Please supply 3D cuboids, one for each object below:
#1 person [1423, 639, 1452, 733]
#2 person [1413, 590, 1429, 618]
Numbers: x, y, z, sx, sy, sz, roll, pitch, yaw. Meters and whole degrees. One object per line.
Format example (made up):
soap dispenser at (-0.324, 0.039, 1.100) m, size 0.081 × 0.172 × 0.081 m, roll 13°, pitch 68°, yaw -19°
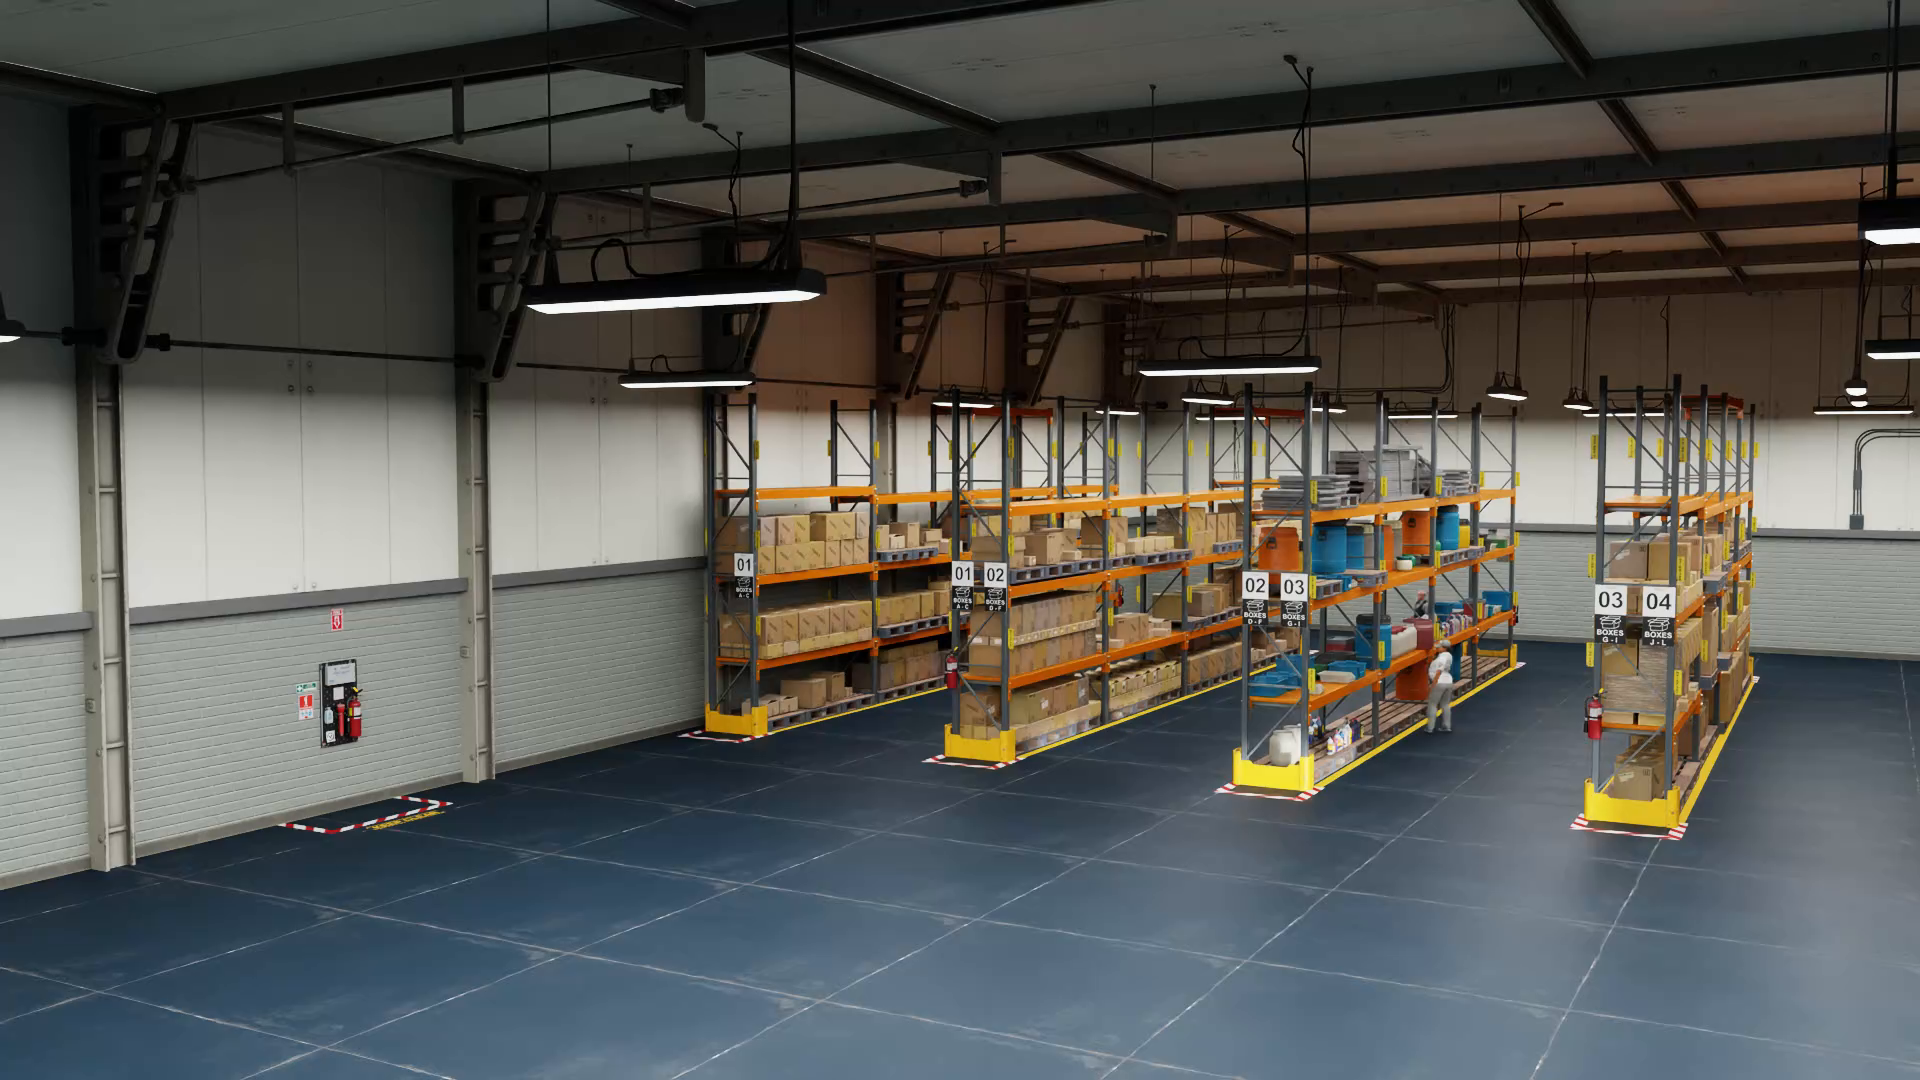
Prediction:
person at (8.478, 2.587, 29.466) m, size 0.556 × 1.662 × 0.448 m, roll -3°, pitch 4°, yaw -41°
person at (10.975, 2.027, 39.491) m, size 0.808 × 1.678 × 0.609 m, roll -2°, pitch 4°, yaw -36°
